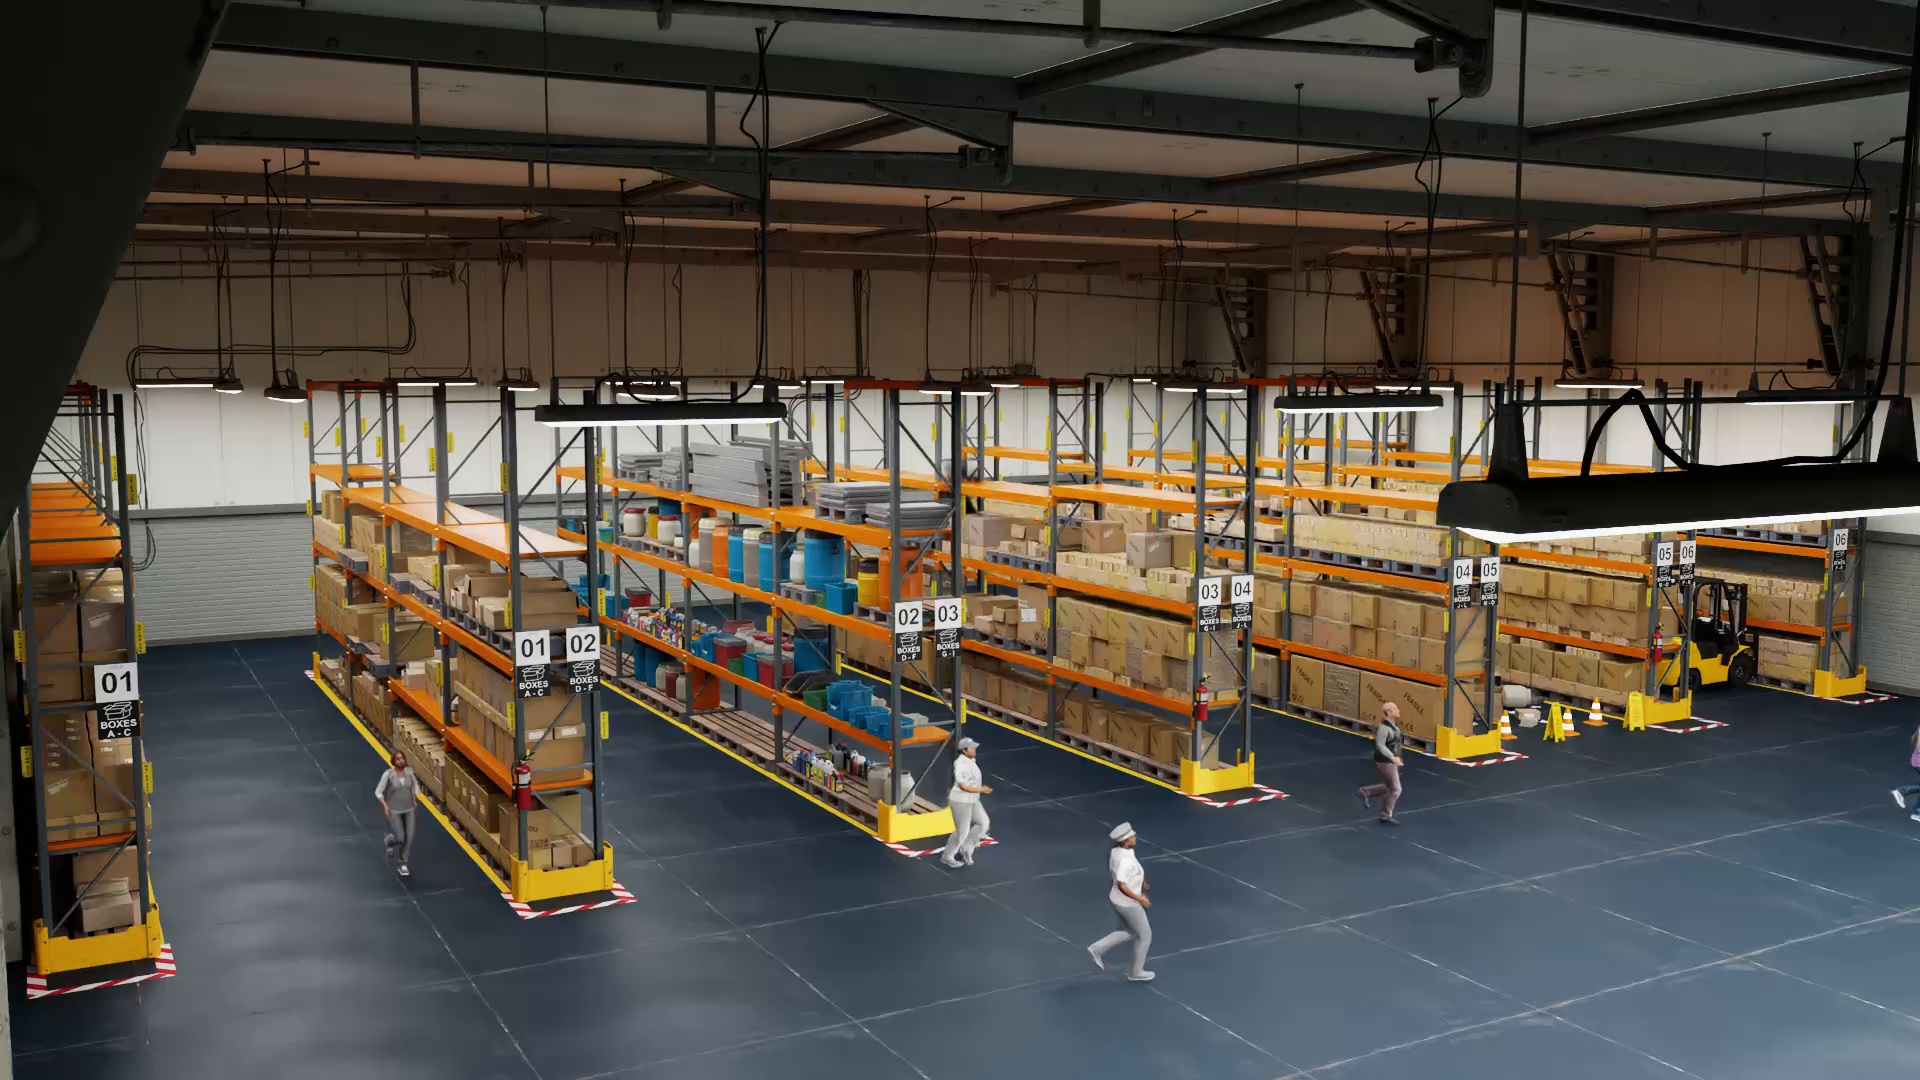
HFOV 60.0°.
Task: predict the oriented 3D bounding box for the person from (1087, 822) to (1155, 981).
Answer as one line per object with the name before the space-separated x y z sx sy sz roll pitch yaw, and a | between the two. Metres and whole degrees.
person | 1.667 3.706 16.999 0.701 1.643 0.580 -1 6 -10

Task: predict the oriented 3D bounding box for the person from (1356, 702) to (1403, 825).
person | 5.799 3.063 22.943 0.651 1.706 0.668 2 6 21

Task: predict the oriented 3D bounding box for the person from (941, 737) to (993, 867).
person | 0.101 3.308 20.889 0.676 1.694 0.637 2 6 15

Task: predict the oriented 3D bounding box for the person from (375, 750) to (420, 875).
person | -6.972 3.372 20.681 0.538 1.554 0.549 -5 8 -37

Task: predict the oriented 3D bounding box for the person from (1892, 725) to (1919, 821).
person | 13.282 3.122 23.020 0.602 1.573 0.554 2 6 19
